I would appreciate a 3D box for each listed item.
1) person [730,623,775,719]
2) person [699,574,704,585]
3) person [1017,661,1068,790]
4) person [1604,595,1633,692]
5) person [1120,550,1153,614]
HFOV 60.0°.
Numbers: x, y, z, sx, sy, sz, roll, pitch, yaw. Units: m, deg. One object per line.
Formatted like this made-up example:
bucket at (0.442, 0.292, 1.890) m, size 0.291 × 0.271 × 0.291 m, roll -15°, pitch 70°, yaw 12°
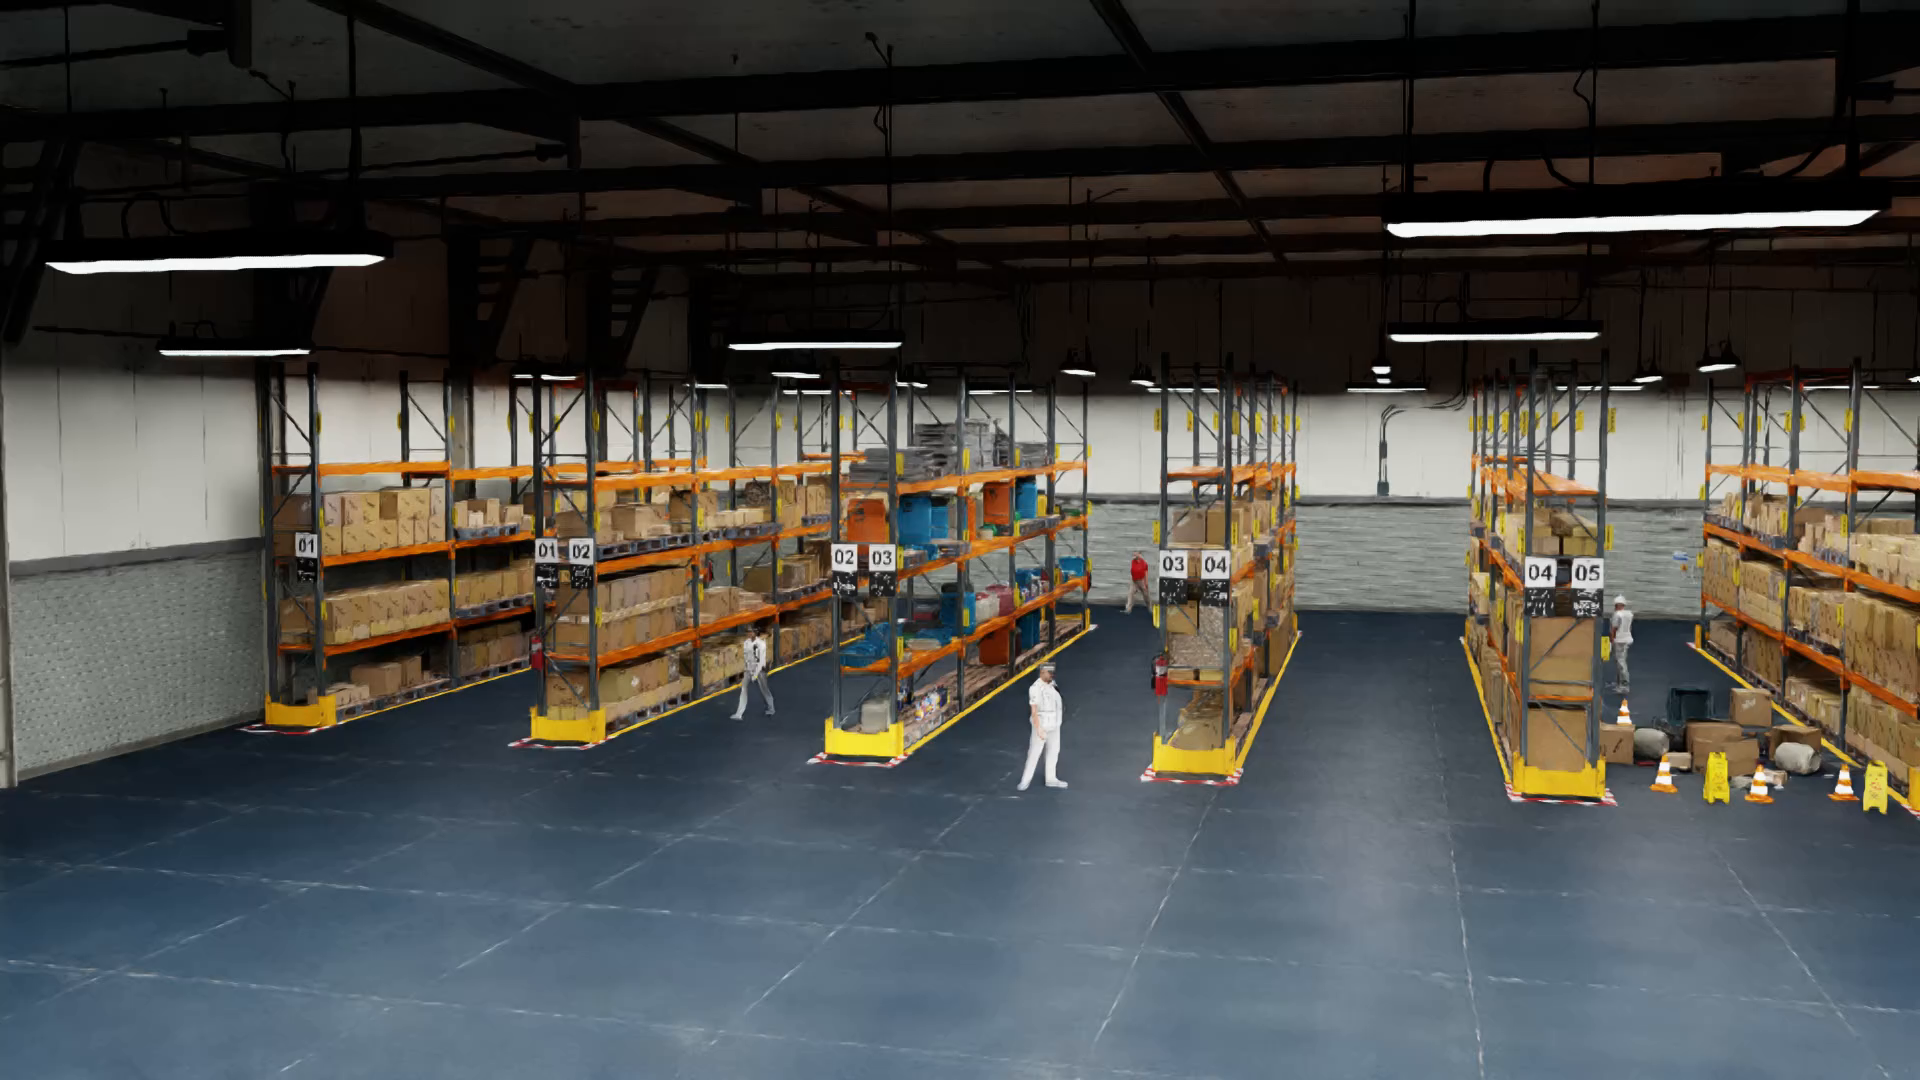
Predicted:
person at (-3.469, 2.203, 28.098) m, size 0.483 × 1.607 × 0.998 m, roll 2°, pitch 4°, yaw 24°
person at (-6.940, 1.010, 44.201) m, size 0.690 × 1.774 × 0.442 m, roll -4°, pitch 6°, yaw -44°
person at (1.115, 2.533, 22.729) m, size 0.476 × 1.744 × 0.727 m, roll 4°, pitch 6°, yaw 45°
person at (12.283, 1.913, 31.025) m, size 0.665 × 1.782 × 0.583 m, roll -4°, pitch 6°, yaw -44°
person at (4.669, 1.145, 43.519) m, size 0.580 × 1.585 × 0.952 m, roll 4°, pitch 5°, yaw 42°
